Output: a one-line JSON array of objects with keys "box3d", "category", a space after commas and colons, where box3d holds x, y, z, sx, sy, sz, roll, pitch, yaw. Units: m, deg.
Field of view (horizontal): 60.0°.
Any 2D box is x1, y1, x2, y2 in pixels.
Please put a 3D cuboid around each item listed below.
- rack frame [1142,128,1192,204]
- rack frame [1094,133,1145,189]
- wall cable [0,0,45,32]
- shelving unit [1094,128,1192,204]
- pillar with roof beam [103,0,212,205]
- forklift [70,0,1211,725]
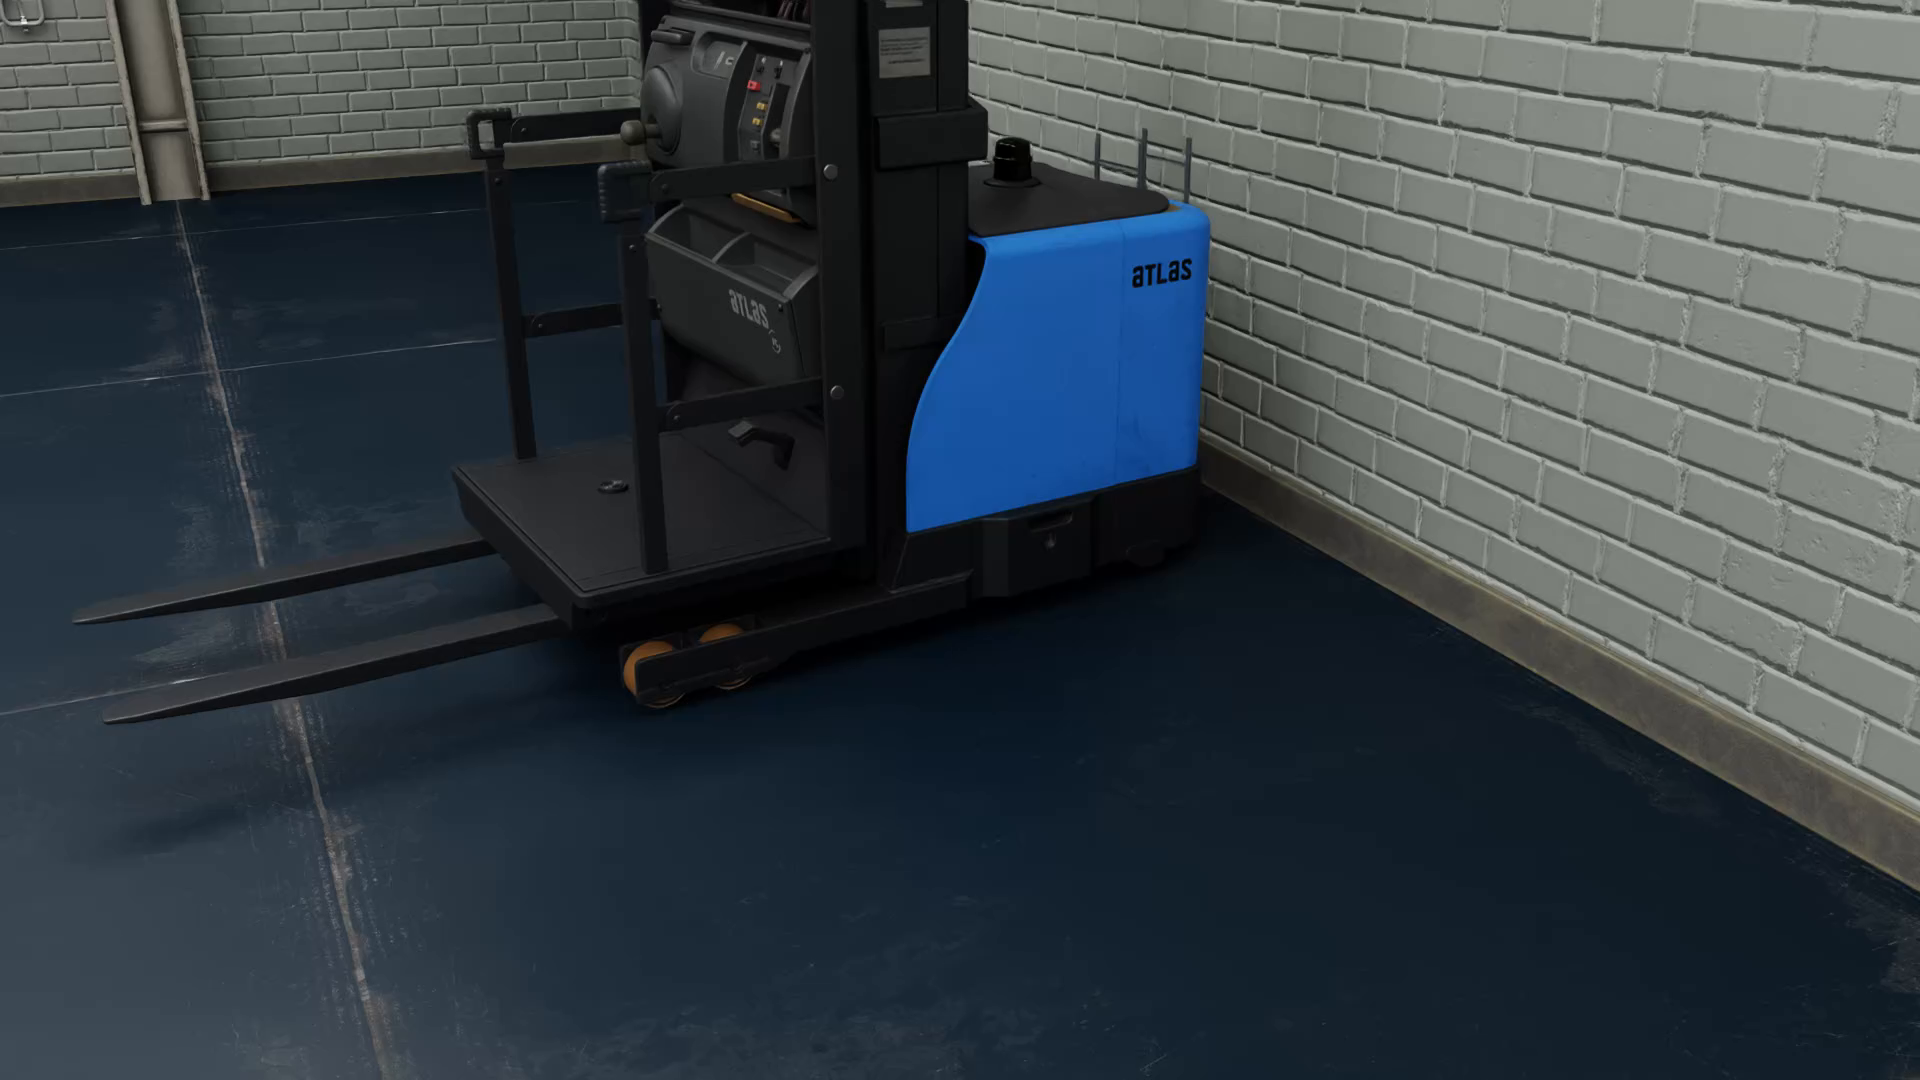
[{"box3d": [0.643, -0.709, 5.395, 0.006, 1.200, 0.240, -13, 26, -29], "category": "rack frame"}, {"box3d": [0.488, -0.672, 5.306, 0.006, 1.200, 0.240, -13, 26, -29], "category": "rack frame"}, {"box3d": [-6.238, -3.796, 9.171, 1.851, 1.984, 0.084, -10, 25, -24], "category": "wall cable"}, {"box3d": [0.565, -0.691, 5.350, 0.189, 1.200, 0.258, -13, 26, -29], "category": "shelving unit"}, {"box3d": [-3.056, -4.823, 5.135, 0.400, 9.000, 9.100, -10, 25, -24], "category": "pillar with roof beam"}, {"box3d": [-0.792, -1.158, 4.215, 3.031, 2.935, 1.130, -13, 26, -29], "category": "forklift"}]
